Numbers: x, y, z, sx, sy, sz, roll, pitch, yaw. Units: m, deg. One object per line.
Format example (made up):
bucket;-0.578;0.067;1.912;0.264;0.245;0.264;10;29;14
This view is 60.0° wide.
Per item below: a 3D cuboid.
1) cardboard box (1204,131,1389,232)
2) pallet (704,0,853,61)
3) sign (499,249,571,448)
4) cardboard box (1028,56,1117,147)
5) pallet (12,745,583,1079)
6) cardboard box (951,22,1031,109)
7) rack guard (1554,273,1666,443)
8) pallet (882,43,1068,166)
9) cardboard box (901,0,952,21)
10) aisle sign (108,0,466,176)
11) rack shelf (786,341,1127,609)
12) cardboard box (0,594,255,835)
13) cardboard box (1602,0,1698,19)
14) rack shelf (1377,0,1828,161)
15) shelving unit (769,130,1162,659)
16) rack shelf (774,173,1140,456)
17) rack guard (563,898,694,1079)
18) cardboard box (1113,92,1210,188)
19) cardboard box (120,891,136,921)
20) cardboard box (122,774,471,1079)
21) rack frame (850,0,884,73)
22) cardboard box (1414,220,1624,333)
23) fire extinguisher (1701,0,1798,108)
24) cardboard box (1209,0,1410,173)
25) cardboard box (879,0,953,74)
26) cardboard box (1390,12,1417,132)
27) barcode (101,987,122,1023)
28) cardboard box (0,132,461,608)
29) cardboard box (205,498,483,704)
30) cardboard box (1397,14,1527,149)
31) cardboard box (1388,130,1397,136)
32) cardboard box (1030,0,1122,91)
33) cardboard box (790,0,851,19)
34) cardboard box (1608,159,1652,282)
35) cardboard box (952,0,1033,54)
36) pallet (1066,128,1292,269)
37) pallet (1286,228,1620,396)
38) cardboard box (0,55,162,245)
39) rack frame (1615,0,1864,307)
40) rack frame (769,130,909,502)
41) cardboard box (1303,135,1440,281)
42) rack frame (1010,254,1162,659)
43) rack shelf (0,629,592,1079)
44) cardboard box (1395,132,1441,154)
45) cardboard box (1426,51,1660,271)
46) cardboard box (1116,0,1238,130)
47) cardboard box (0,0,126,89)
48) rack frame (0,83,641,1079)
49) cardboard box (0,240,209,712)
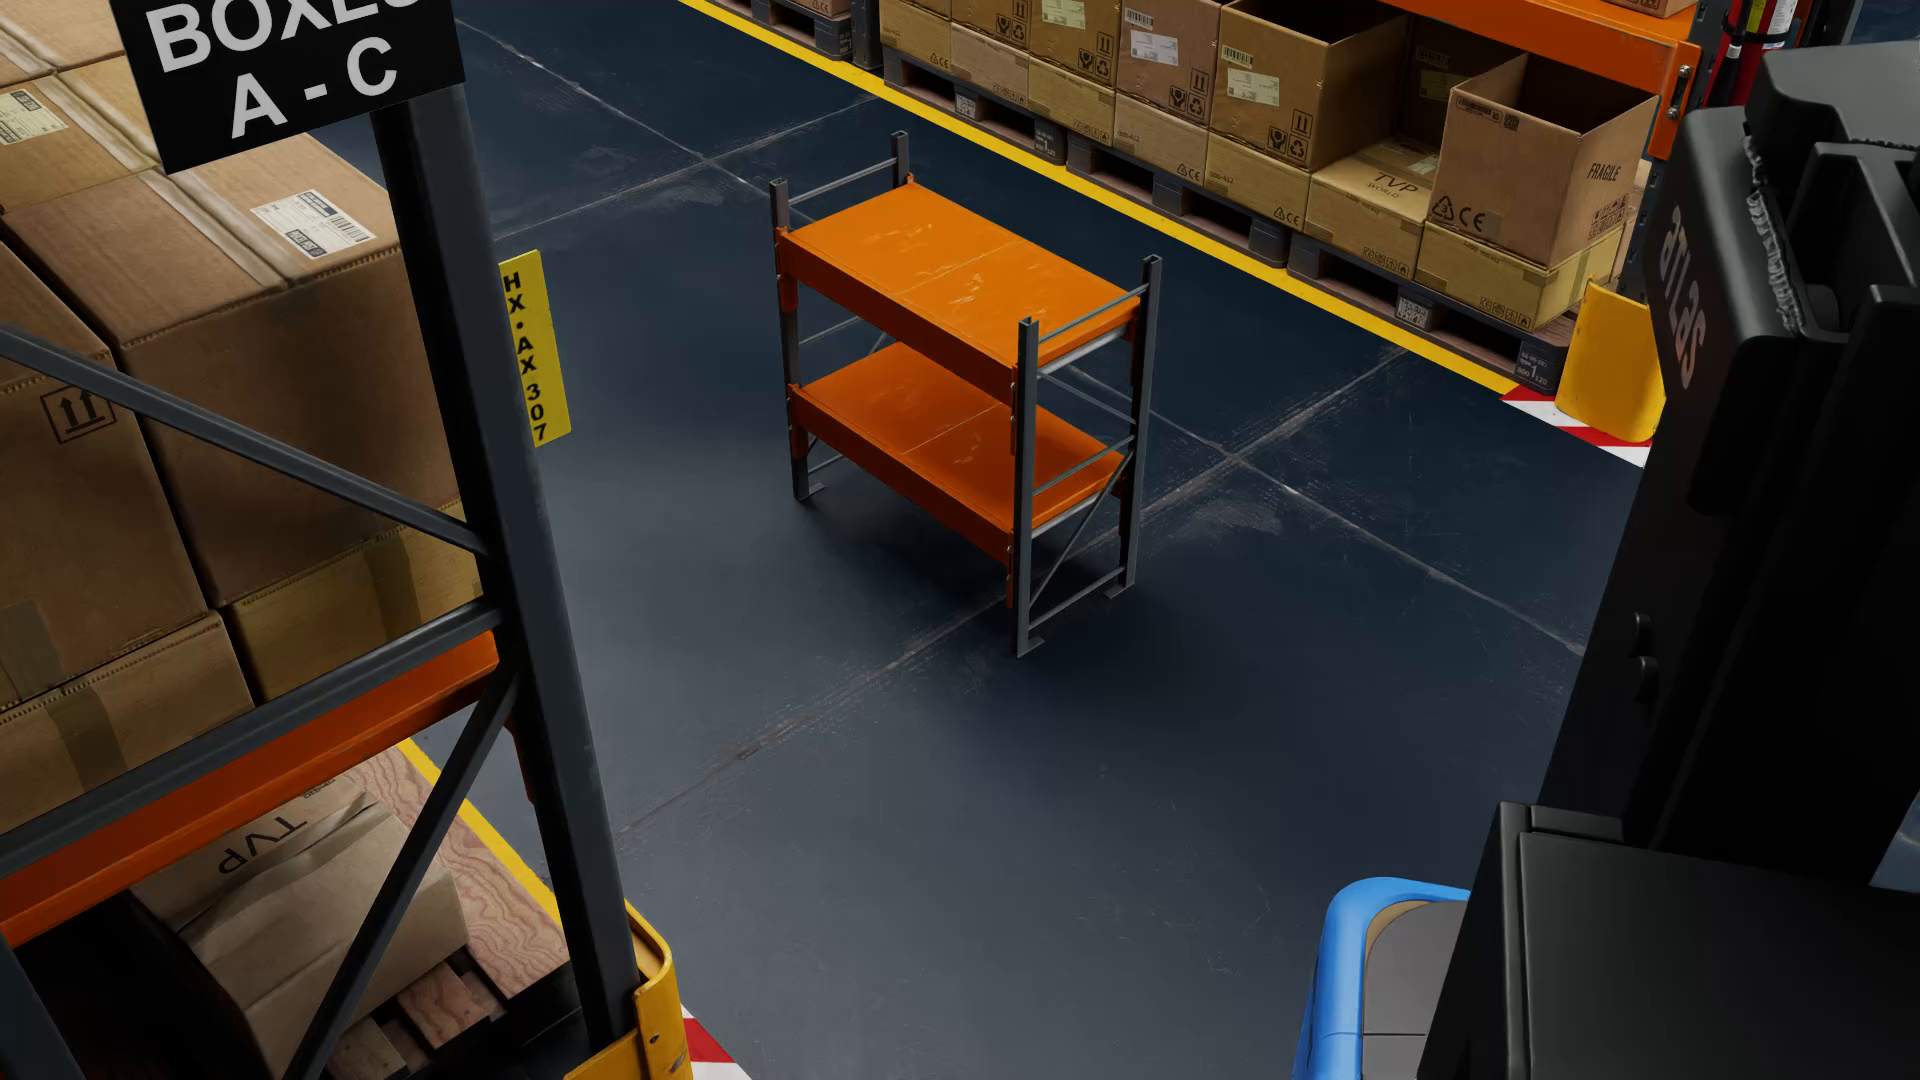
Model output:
cardboard box;1.324;-1.492;6.564;0.500;0.250;0.500;-30;48;-32
pallet;-0.642;-2.910;8.685;1.003;0.211;1.213;-30;48;-32
sign;-0.656;-0.280;2.520;0.100;0.325;0.005;-30;48;-32
cardboard box;0.644;-1.953;7.135;0.500;0.250;0.500;-30;48;-32
pallet;-1.631;0.947;3.910;1.003;0.211;1.213;-30;48;-32
cardboard box;0.310;-2.187;7.424;0.500;0.250;0.500;-30;48;-32
rack guard;2.607;-0.835;5.886;1.175;0.500;0.348;-30;48;-32
pallet;0.392;-2.200;7.805;1.003;0.211;1.213;-30;48;-32
cardboard box;-0.032;-2.708;7.473;0.500;0.500;0.500;-30;48;-32
aisle sign;-0.786;-0.818;1.806;0.394;0.787;0.004;-30;48;-32
rack shelf;-0.005;-0.251;5.054;0.538;0.278;1.000;-30;48;-32
cardboard box;-1.515;0.205;2.713;0.500;0.250;0.500;-29;47;-31
cardboard box;2.284;-2.079;5.358;0.700;0.500;0.500;-30;48;-32
rack shelf;1.238;-2.465;6.487;1.077;0.370;4.000;-30;48;-32
shelving unit;-0.005;-0.441;4.900;0.538;1.125;1.048;-30;48;-32
rack shelf;-0.005;-0.668;4.717;0.538;0.278;1.000;-30;48;-32
rack guard;-1.107;1.225;3.335;1.175;0.500;0.348;-30;48;-32
cardboard box;0.987;-1.724;6.852;0.500;0.250;0.500;-30;48;-32
cardboard box;-1.843;0.540;3.983;0.500;0.311;0.500;-26;46;-28
cardboard box;-1.458;0.804;3.657;0.500;0.311;0.500;29;47;31
rack frame;-0.115;-3.670;7.407;1.000;3.000;0.127;-30;48;-32
cardboard box;2.010;-1.035;5.999;0.500;0.250;0.500;-30;48;-32
fire extinguisher;2.328;-1.537;4.827;0.296;0.674;0.183;-30;48;-32
cardboard box;1.321;-1.783;6.327;0.500;0.500;0.500;-30;48;-32
cardboard box;-0.025;-2.420;7.714;0.500;0.250;0.500;-30;48;-32
cardboard box;1.704;-2.004;6.601;0.500;0.500;0.500;-30;48;-32
barcode;-1.765;0.962;3.454;0.001;0.075;0.075;-30;48;-32
cardboard box;-1.157;-0.302;2.743;0.500;0.500;0.500;-30;48;-32
cardboard box;-1.152;-0.022;2.994;0.500;0.250;0.500;-31;48;-33
cardboard box;2.052;-1.778;6.321;0.500;0.500;0.500;-30;48;-32
cardboard box;1.713;-1.717;6.842;0.500;0.250;0.500;-30;48;-32
cardboard box;0.644;-2.245;6.900;0.500;0.500;0.500;-30;48;-32
cardboard box;-0.609;-2.833;8.224;0.500;0.250;0.500;-30;48;-32
cardboard box;2.392;-1.255;6.271;0.500;0.250;0.500;-30;48;-32
cardboard box;0.312;-2.480;7.190;0.500;0.500;0.500;-30;48;-32
pallet;1.221;-1.635;7.106;1.003;0.211;1.213;-30;48;-32
pallet;2.042;-1.070;6.407;1.003;0.211;1.213;-30;48;-32
cardboard box;-1.484;-0.535;3.032;0.500;0.500;0.500;-30;48;-32
rack frame;2.590;-1.819;5.115;1.000;3.000;0.127;-30;48;-32
rack frame;-0.348;-0.676;5.192;0.500;1.125;0.032;-30;48;-32
cardboard box;1.663;-1.262;6.279;0.500;0.250;0.500;-30;48;-32
rack frame;0.339;-0.205;4.609;0.500;1.125;0.032;-30;48;-32
rack shelf;-2.409;-0.358;3.878;1.077;0.370;4.000;-30;48;-32
cardboard box;2.051;-1.485;6.556;0.500;0.250;0.500;-30;48;-32
cardboard box;2.008;-1.326;5.762;0.500;0.500;0.500;-30;48;-32
cardboard box;0.984;-2.015;6.614;0.500;0.500;0.500;-30;48;-32
cardboard box;-1.829;-0.777;3.331;0.500;0.500;0.500;-32;49;-33
rack frame;-1.056;0.288;2.506;1.000;3.000;0.127;-30;48;-32
cardboard box;-1.531;-0.081;2.470;0.500;0.500;0.500;-31;48;-32
